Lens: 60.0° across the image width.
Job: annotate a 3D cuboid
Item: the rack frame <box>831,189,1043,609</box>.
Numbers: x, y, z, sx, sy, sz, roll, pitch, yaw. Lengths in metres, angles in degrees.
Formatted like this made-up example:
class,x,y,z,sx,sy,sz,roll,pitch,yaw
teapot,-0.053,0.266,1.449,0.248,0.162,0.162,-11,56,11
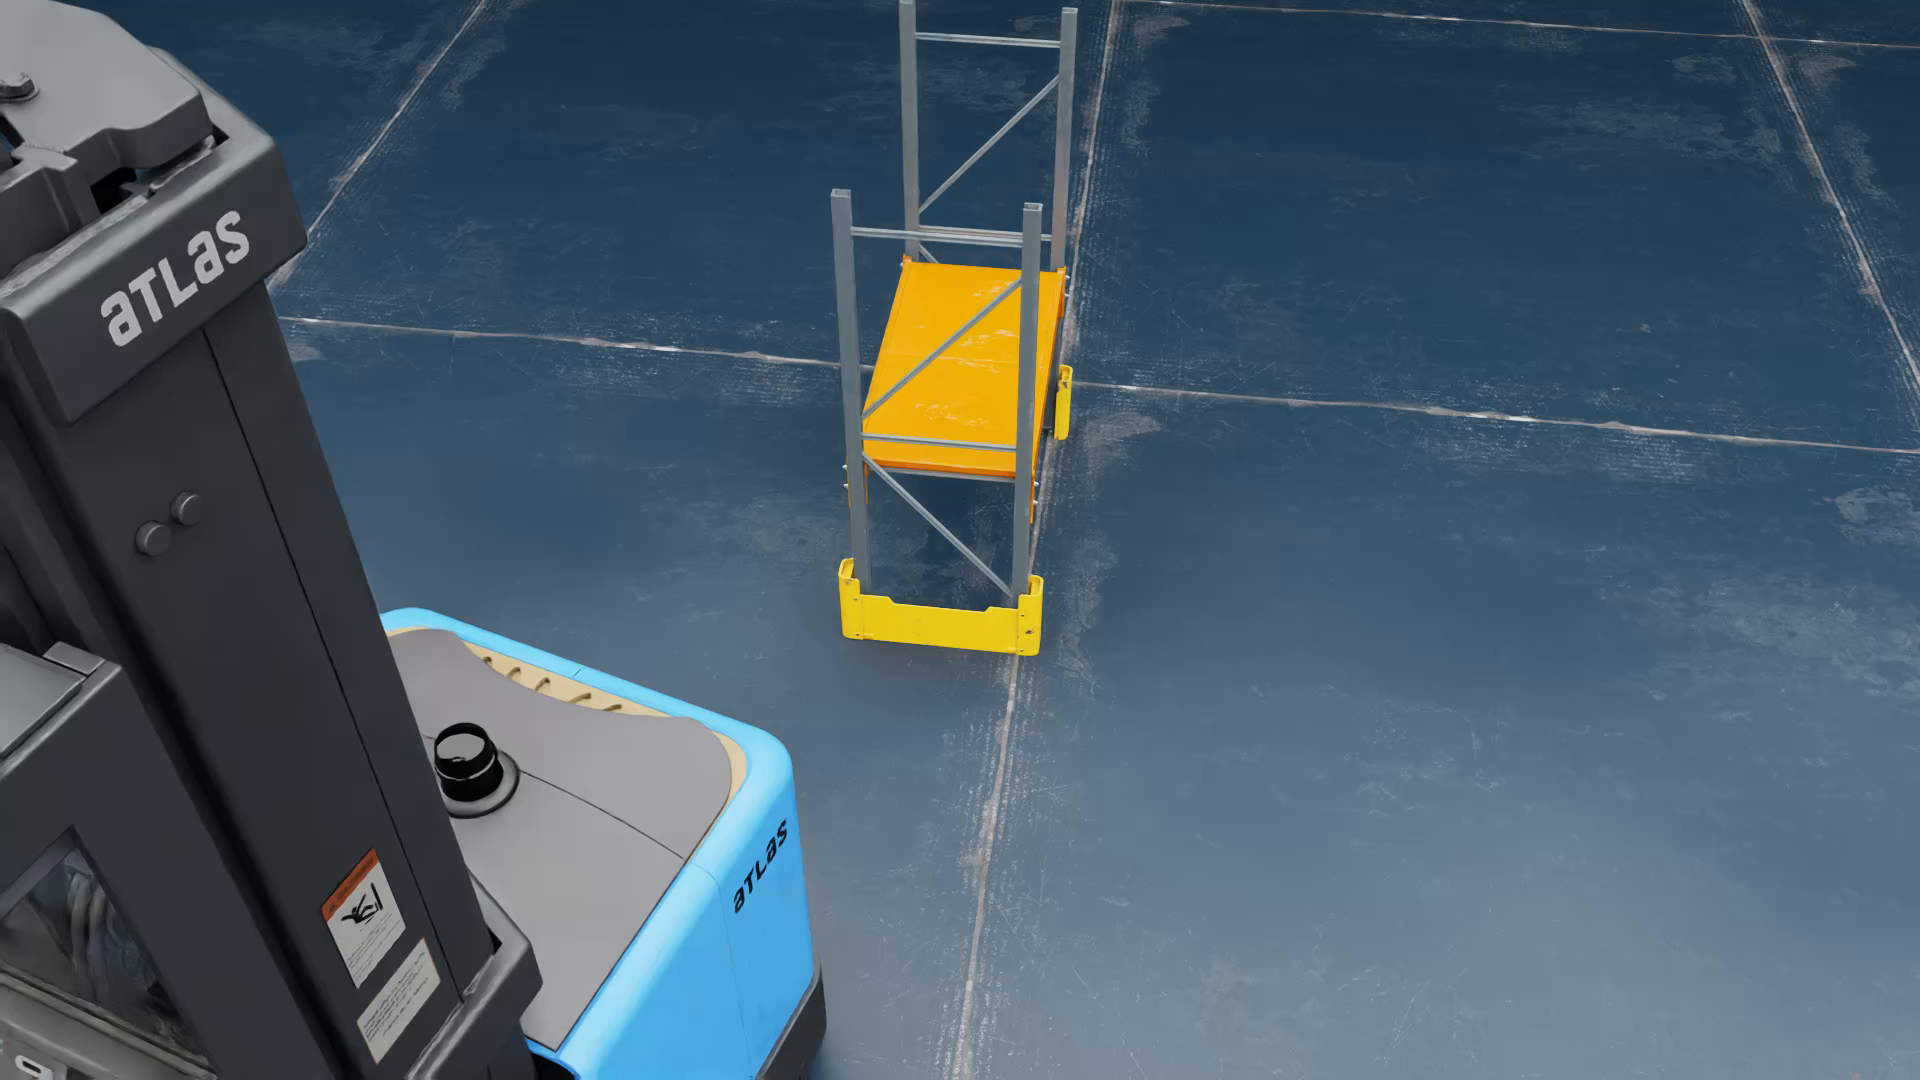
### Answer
class,x,y,z,sx,sy,sz,roll,pitch,yaw
rack frame,-0.056,-0.256,4.430,0.500,1.500,0.032,5,44,6

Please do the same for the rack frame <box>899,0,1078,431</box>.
class,x,y,z,sx,sy,sz,roll,pitch,yaw
rack frame,0.078,-0.949,5.162,0.500,1.500,0.032,5,44,6

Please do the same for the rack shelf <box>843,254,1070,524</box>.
class,x,y,z,sx,sy,sz,roll,pitch,yaw
rack shelf,0.011,-0.472,4.919,0.538,0.185,1.000,5,44,6

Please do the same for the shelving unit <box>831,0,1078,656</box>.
class,x,y,z,sx,sy,sz,roll,pitch,yaw
shelving unit,0.010,-0.597,4.789,0.587,1.500,1.083,5,44,6

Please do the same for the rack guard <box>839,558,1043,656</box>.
class,x,y,z,sx,sy,sz,roll,pitch,yaw
rack guard,-0.056,0.197,4.860,0.587,0.250,0.087,5,44,6

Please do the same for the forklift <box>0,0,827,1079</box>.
class,x,y,z,sx,sy,sz,roll,pitch,yaw
forklift,-1.379,0.900,2.168,1.130,2.935,3.031,17,46,17

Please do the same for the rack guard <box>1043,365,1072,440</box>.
class,x,y,z,sx,sy,sz,roll,pitch,yaw
rack guard,0.076,-0.482,5.577,0.587,0.250,0.087,5,44,6
